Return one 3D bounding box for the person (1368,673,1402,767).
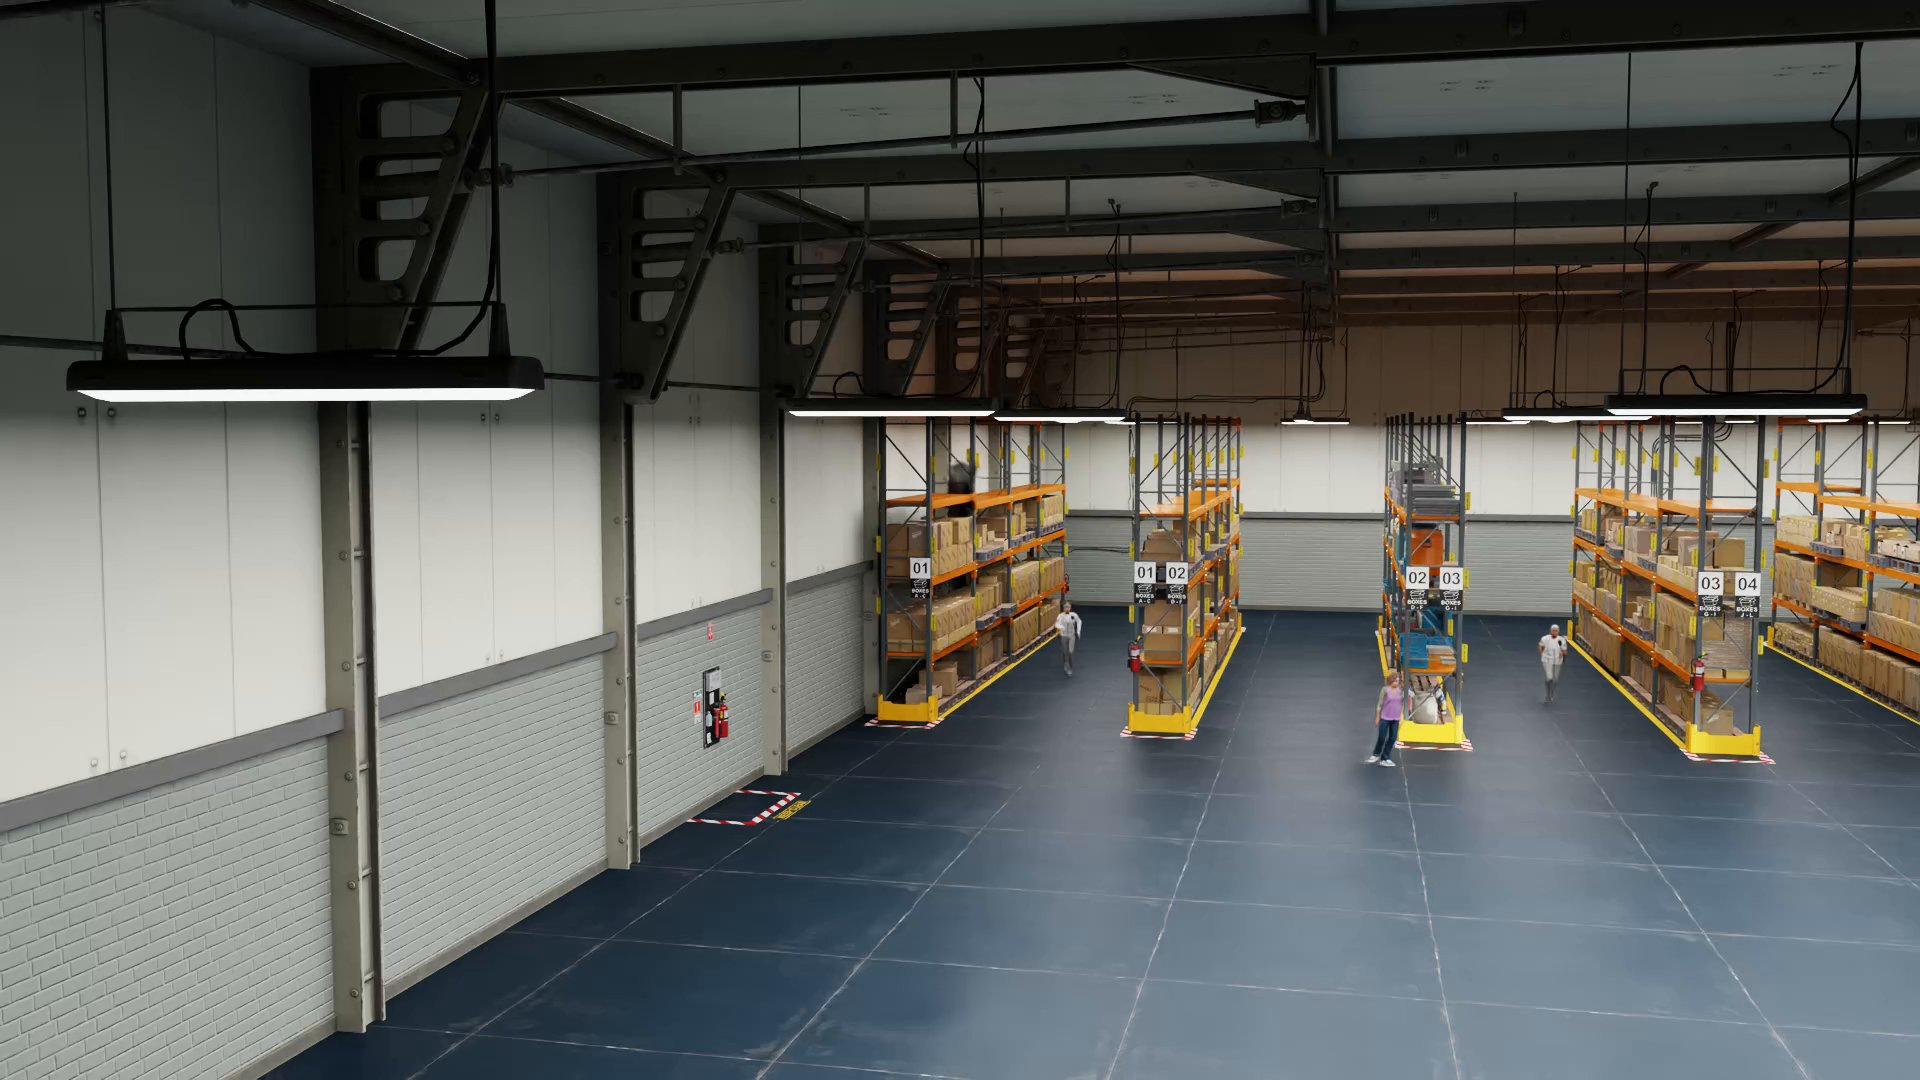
[{"bbox_3d":[7.194,3.039,28.099,0.541,1.567,0.433,-1,4,-21],"label":"person"}]

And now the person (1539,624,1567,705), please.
[{"bbox_3d":[12.314,2.581,34.525,0.494,1.684,0.801,0,4,3],"label":"person"}]

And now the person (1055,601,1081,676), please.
[{"bbox_3d":[2.504,2.274,38.562,0.582,1.739,0.811,1,4,8],"label":"person"}]
